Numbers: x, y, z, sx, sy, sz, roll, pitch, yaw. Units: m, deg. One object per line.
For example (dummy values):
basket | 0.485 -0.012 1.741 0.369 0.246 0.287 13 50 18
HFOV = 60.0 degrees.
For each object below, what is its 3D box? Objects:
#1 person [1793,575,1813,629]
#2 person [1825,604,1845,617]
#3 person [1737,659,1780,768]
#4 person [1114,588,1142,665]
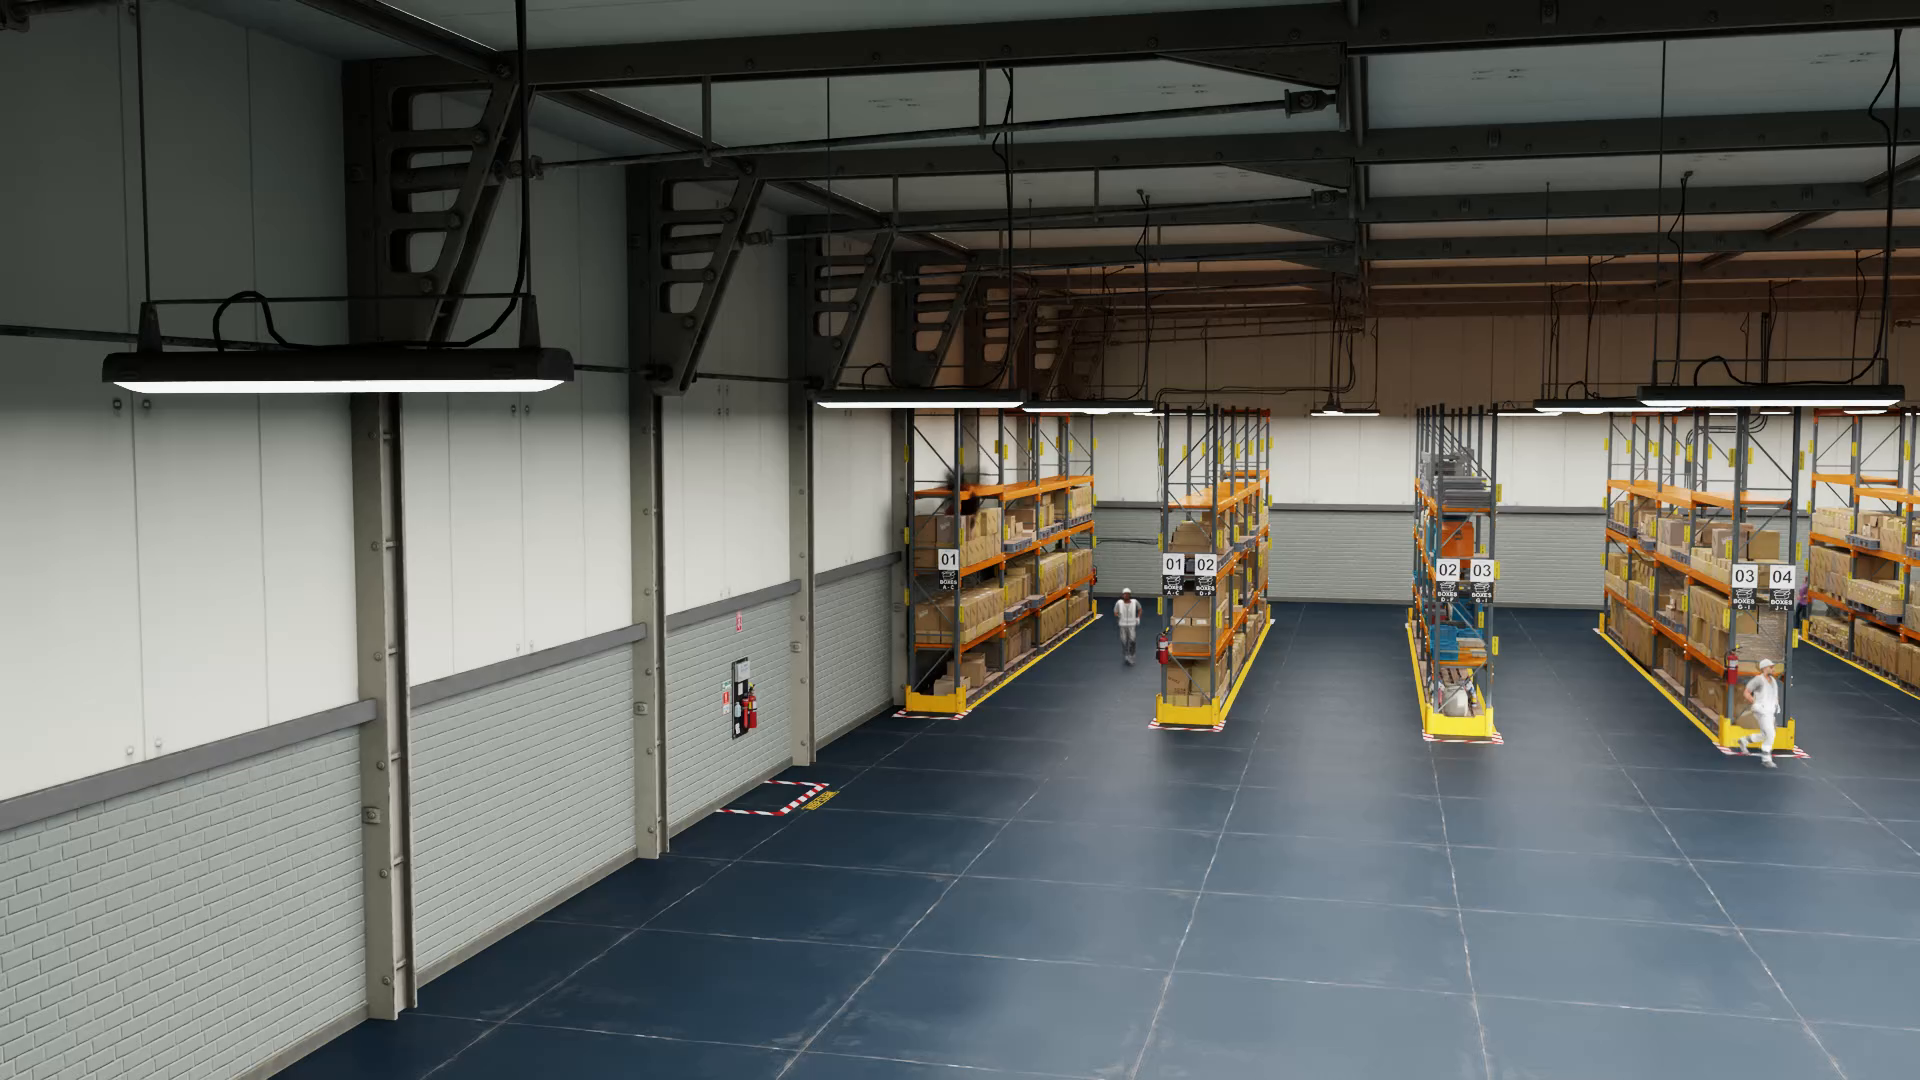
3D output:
person | 22.562 1.712 44.316 0.760 1.595 0.550 0 4 -2
person | 23.295 1.661 44.306 0.631 1.686 0.838 -3 5 -33
person | 13.312 2.858 27.650 0.703 1.767 0.797 -3 5 -32
person | 3.904 2.021 38.762 0.653 1.802 0.720 1 4 8
